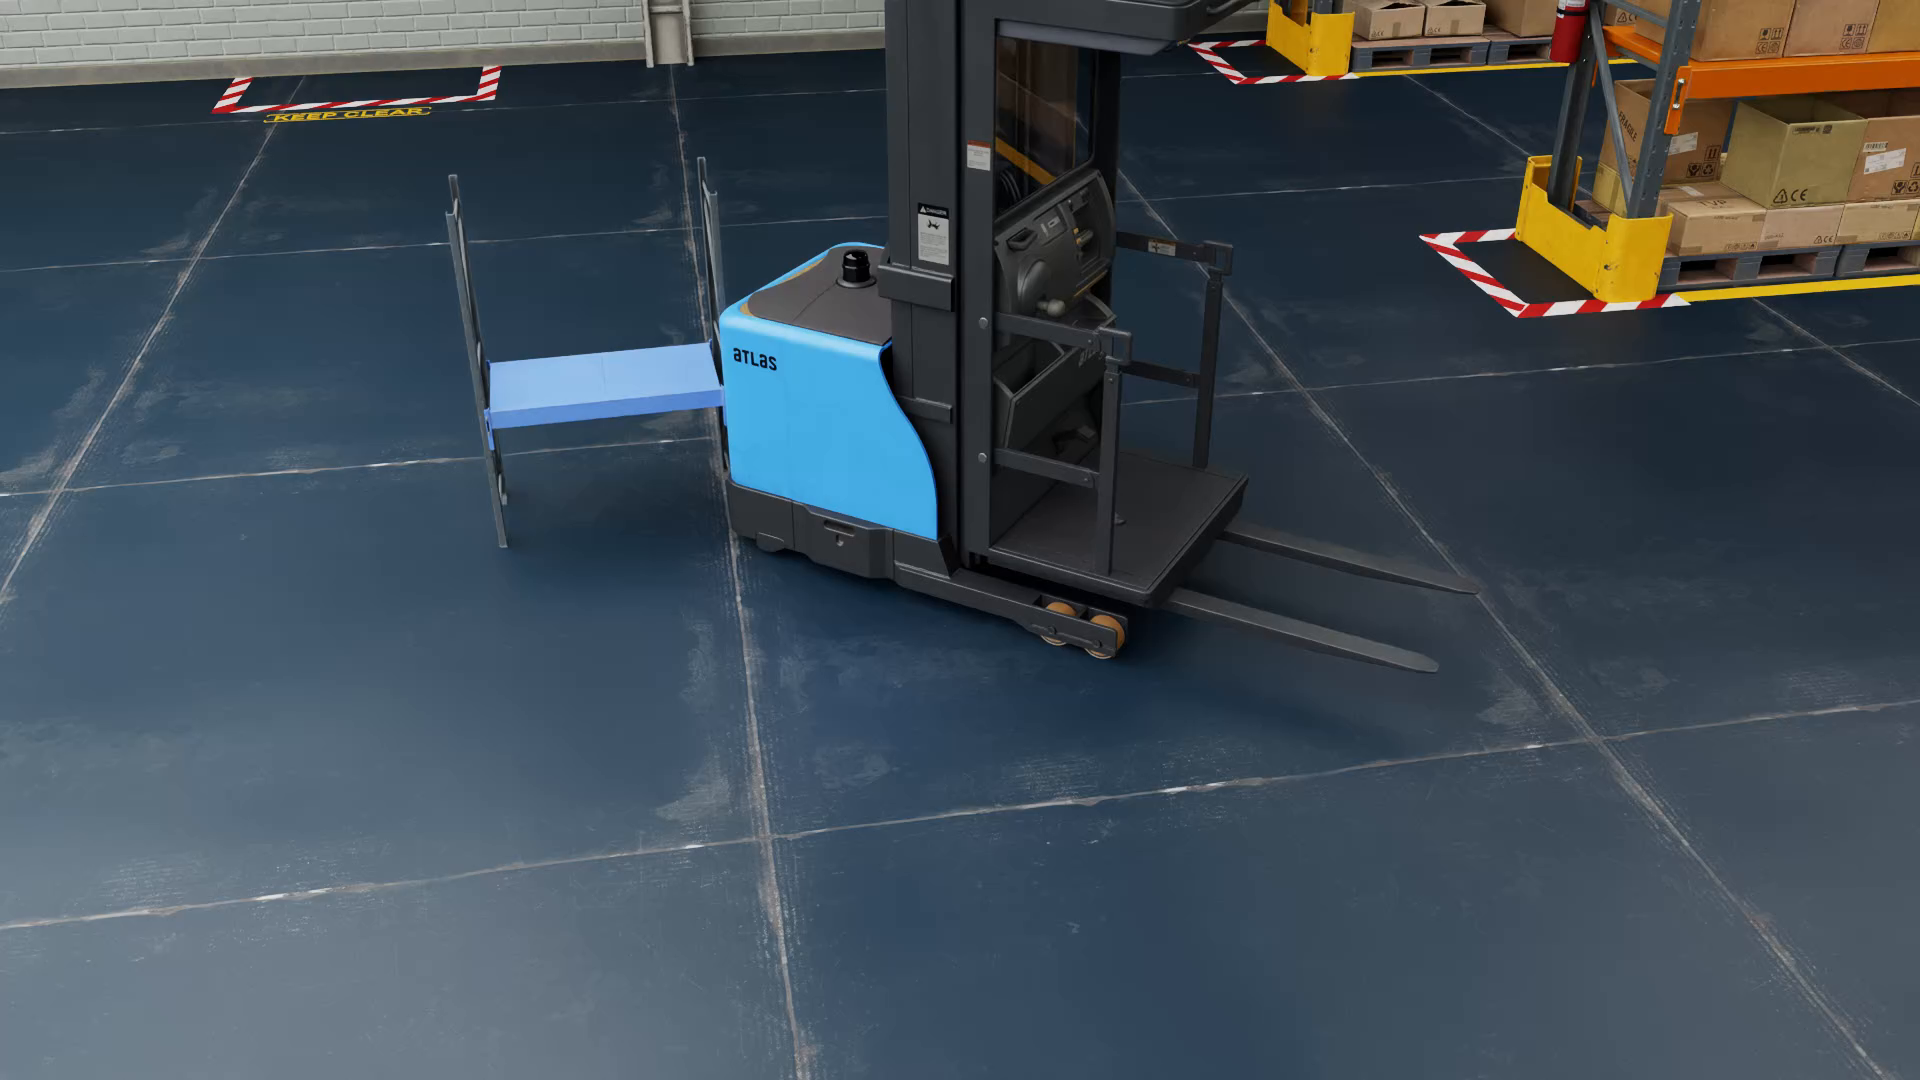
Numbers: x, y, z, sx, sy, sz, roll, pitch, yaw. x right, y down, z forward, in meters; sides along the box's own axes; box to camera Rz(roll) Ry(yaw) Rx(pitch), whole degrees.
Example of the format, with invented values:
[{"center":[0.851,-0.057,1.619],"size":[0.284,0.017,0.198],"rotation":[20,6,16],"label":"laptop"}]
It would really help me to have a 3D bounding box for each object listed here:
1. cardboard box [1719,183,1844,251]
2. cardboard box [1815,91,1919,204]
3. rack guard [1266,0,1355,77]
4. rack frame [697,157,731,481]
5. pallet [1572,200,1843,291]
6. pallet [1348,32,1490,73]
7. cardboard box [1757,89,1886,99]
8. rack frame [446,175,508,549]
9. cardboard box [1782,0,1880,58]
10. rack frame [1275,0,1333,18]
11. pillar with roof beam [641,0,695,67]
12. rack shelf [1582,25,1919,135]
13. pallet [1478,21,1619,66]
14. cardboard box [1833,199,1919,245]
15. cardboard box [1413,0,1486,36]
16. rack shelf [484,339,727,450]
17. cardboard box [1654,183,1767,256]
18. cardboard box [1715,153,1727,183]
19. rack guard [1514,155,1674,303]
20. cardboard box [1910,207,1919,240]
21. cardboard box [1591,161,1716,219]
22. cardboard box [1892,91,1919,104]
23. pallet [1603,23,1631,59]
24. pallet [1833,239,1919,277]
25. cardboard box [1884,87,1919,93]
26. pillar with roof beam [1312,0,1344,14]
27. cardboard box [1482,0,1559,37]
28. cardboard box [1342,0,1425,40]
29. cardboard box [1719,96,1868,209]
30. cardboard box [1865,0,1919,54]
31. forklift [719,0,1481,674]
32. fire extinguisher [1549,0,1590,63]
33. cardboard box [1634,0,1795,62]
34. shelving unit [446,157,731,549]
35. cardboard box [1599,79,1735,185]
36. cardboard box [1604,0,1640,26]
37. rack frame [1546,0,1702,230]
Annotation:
[{"center":[4.850,-1.941,9.890],"size":[0.500,0.250,0.500],"rotation":[-5,31,-9],"label":"cardboard box"},{"center":[5.340,-2.316,9.787],"size":[0.500,0.500,0.500],"rotation":[-5,31,-9],"label":"cardboard box"},{"center":[2.970,-4.359,14.169],"size":[0.348,0.500,1.175],"rotation":[-5,31,-9],"label":"rack guard"},{"center":[-1.041,-0.854,7.223],"size":[0.032,1.500,0.500],"rotation":[-7,31,-12],"label":"rack frame"},{"center":[4.536,-1.849,10.185],"size":[1.213,0.211,1.003],"rotation":[-5,31,-9],"label":"pallet"},{"center":[3.776,-4.291,14.339],"size":[1.213,0.211,1.003],"rotation":[-5,31,-9],"label":"pallet"},{"center":[5.246,-2.575,10.228],"size":[0.500,0.500,0.500],"rotation":[-5,31,-9],"label":"cardboard box"},{"center":[-2.030,-0.734,7.019],"size":[0.032,1.500,0.500],"rotation":[-7,31,-12],"label":"rack frame"},{"center":[4.769,-3.089,9.446],"size":[0.500,0.500,0.700],"rotation":[-5,31,-8],"label":"cardboard box"},{"center":[2.896,-5.429,13.524],"size":[0.127,3.000,1.000],"rotation":[-5,31,-9],"label":"rack frame"},{"center":[-1.698,-5.816,8.264],"size":[0.400,9.000,9.100],"rotation":[-5,31,-9],"label":"pillar with roof beam"},{"center":[5.759,-2.832,9.817],"size":[4.000,0.370,1.077],"rotation":[-5,31,-9],"label":"rack shelf"},{"center":[4.973,-4.400,14.525],"size":[1.213,0.211,1.003],"rotation":[-5,31,-9],"label":"pallet"},{"center":[5.342,-1.987,9.967],"size":[0.500,0.250,0.500],"rotation":[-5,31,-9],"label":"cardboard box"},{"center":[4.153,-4.530,14.214],"size":[0.500,0.311,0.500],"rotation":[-3,31,-5],"label":"cardboard box"},{"center":[-1.536,-0.639,7.212],"size":[1.000,0.185,0.538],"rotation":[-7,31,-12],"label":"rack shelf"},{"center":[4.359,-1.894,9.809],"size":[0.500,0.250,0.500],"rotation":[-5,31,-9],"label":"cardboard box"},{"center":[4.756,-2.203,10.336],"size":[0.500,0.250,0.500],"rotation":[-5,31,-9],"label":"cardboard box"},{"center":[3.768,-1.880,9.954],"size":[0.348,0.500,1.175],"rotation":[-5,31,-9],"label":"rack guard"},{"center":[5.835,-2.030,10.041],"size":[0.500,0.250,0.500],"rotation":[-5,31,-9],"label":"cardboard box"},{"center":[4.266,-2.152,10.249],"size":[0.500,0.250,0.500],"rotation":[-5,31,-9],"label":"cardboard box"},{"center":[5.835,-2.352,9.850],"size":[0.500,0.500,0.500],"rotation":[-5,31,-9],"label":"cardboard box"},{"center":[6.176,-4.513,14.718],"size":[1.213,0.211,1.003],"rotation":[-5,31,-9],"label":"pallet"},{"center":[5.734,-1.958,10.372],"size":[1.213,0.211,1.003],"rotation":[-5,31,-9],"label":"pallet"},{"center":[5.739,-2.620,10.305],"size":[0.500,0.500,0.500],"rotation":[-5,31,-9],"label":"cardboard box"},{"center":[4.204,-6.364,9.195],"size":[0.400,9.000,9.100],"rotation":[-5,31,-9],"label":"pillar with roof beam"},{"center":[4.884,-4.654,14.237],"size":[0.500,0.500,0.700],"rotation":[-7,31,-12],"label":"cardboard box"},{"center":[3.592,-4.478,14.125],"size":[0.500,0.311,0.500],"rotation":[-9,32,-15],"label":"cardboard box"},{"center":[4.851,-2.263,9.699],"size":[0.500,0.500,0.500],"rotation":[-5,31,-9],"label":"cardboard box"},{"center":[5.258,-3.132,9.518],"size":[0.500,0.500,0.700],"rotation":[-5,31,-9],"label":"cardboard box"},{"center":[0.550,-1.110,6.247],"size":[3.031,2.935,1.130],"rotation":[16,34,25],"label":"forklift"},{"center":[3.592,-3.147,9.719],"size":[0.183,0.674,0.296],"rotation":[-5,31,-9],"label":"fire extinguisher"},{"center":[4.253,-3.039,9.361],"size":[0.500,0.500,0.700],"rotation":[-5,31,-9],"label":"cardboard box"},{"center":[-1.536,-0.794,7.121],"size":[1.048,1.500,0.538],"rotation":[-7,31,-12],"label":"shelving unit"},{"center":[4.265,-2.476,10.060],"size":[0.500,0.500,0.500],"rotation":[-5,31,-9],"label":"cardboard box"},{"center":[5.817,-4.792,14.472],"size":[0.500,0.500,0.500],"rotation":[-8,31,-13],"label":"cardboard box"},{"center":[3.792,-2.960,9.324],"size":[0.127,3.000,1.000],"rotation":[-5,31,-9],"label":"rack frame"}]
